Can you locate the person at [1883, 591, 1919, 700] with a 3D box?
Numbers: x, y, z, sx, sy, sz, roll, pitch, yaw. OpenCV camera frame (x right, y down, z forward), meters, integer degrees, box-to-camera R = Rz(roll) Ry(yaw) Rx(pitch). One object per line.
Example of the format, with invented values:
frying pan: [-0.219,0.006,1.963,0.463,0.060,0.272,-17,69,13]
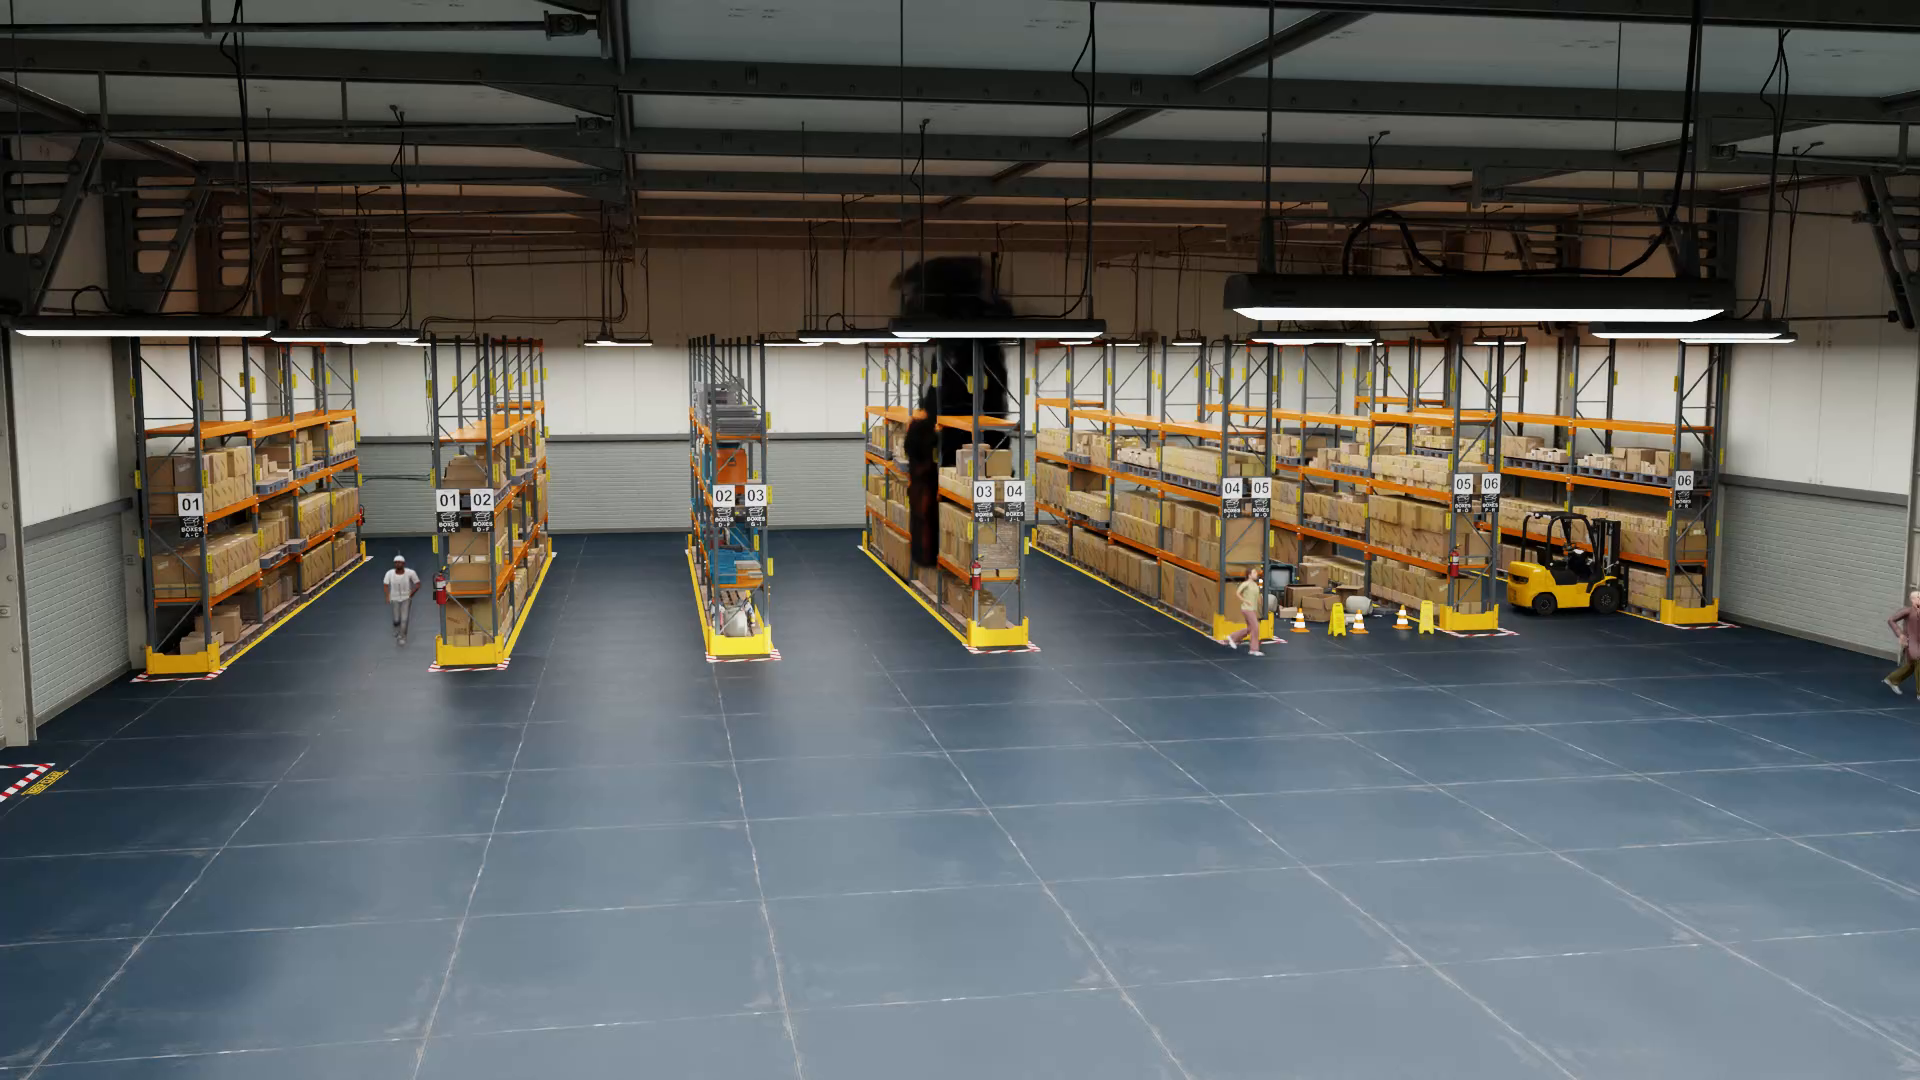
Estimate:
person: [15.529,1.718,27.033,0.696,1.778,1.039,-4,7,-28]

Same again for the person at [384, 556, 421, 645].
person: [-10.879,1.159,32.450,0.691,1.734,0.632,-1,7,-12]

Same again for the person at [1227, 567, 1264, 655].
person: [5.444,1.336,31.461,0.784,1.657,0.596,5,8,35]
